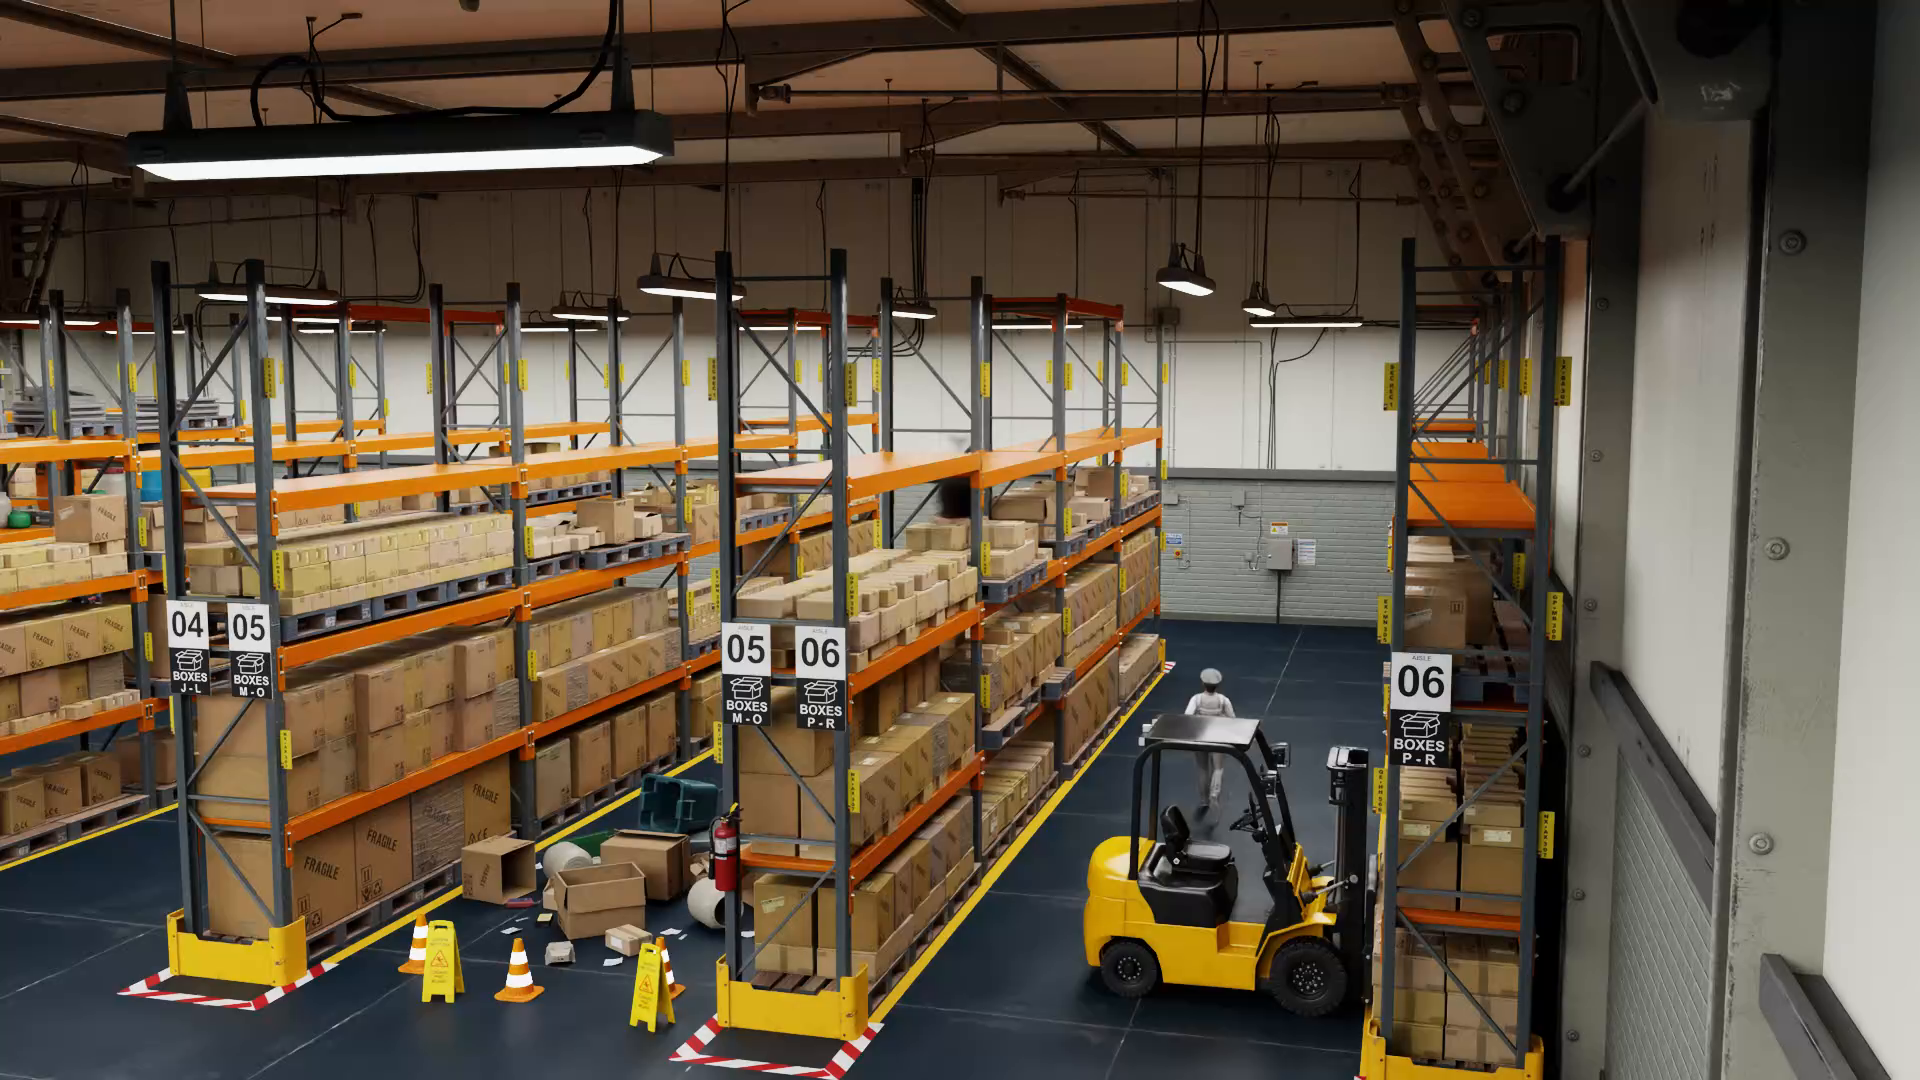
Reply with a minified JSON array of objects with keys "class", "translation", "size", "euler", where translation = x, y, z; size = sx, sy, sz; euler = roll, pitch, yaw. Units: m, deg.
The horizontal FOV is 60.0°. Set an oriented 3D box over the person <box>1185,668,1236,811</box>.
[{"class":"person","translation":[2.864,2.302,19.149],"size":[0.613,1.666,0.870],"euler":[1,6,10]}]
